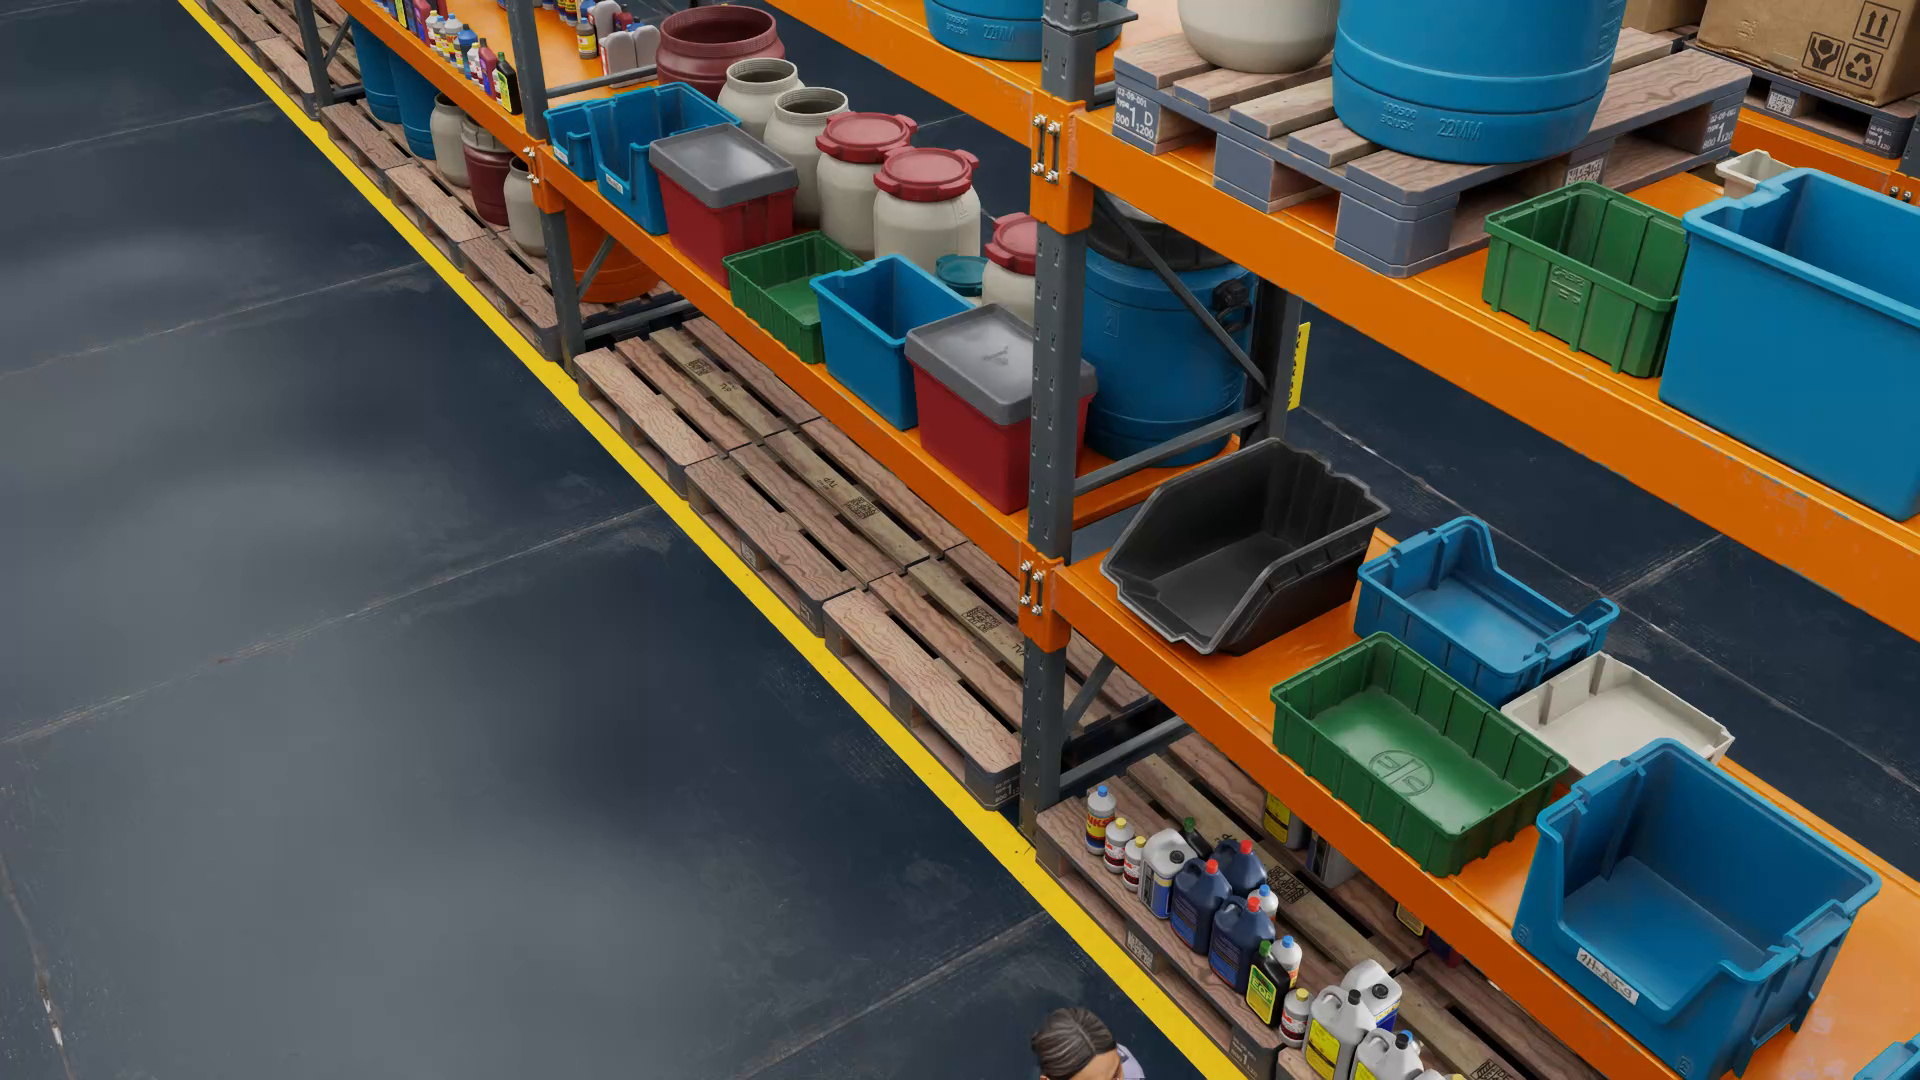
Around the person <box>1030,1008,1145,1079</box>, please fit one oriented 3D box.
[{"bbox_3d":[0.282,1.689,3.880,0.497,1.601,0.948,-21,41,-26],"label":"person"}]
